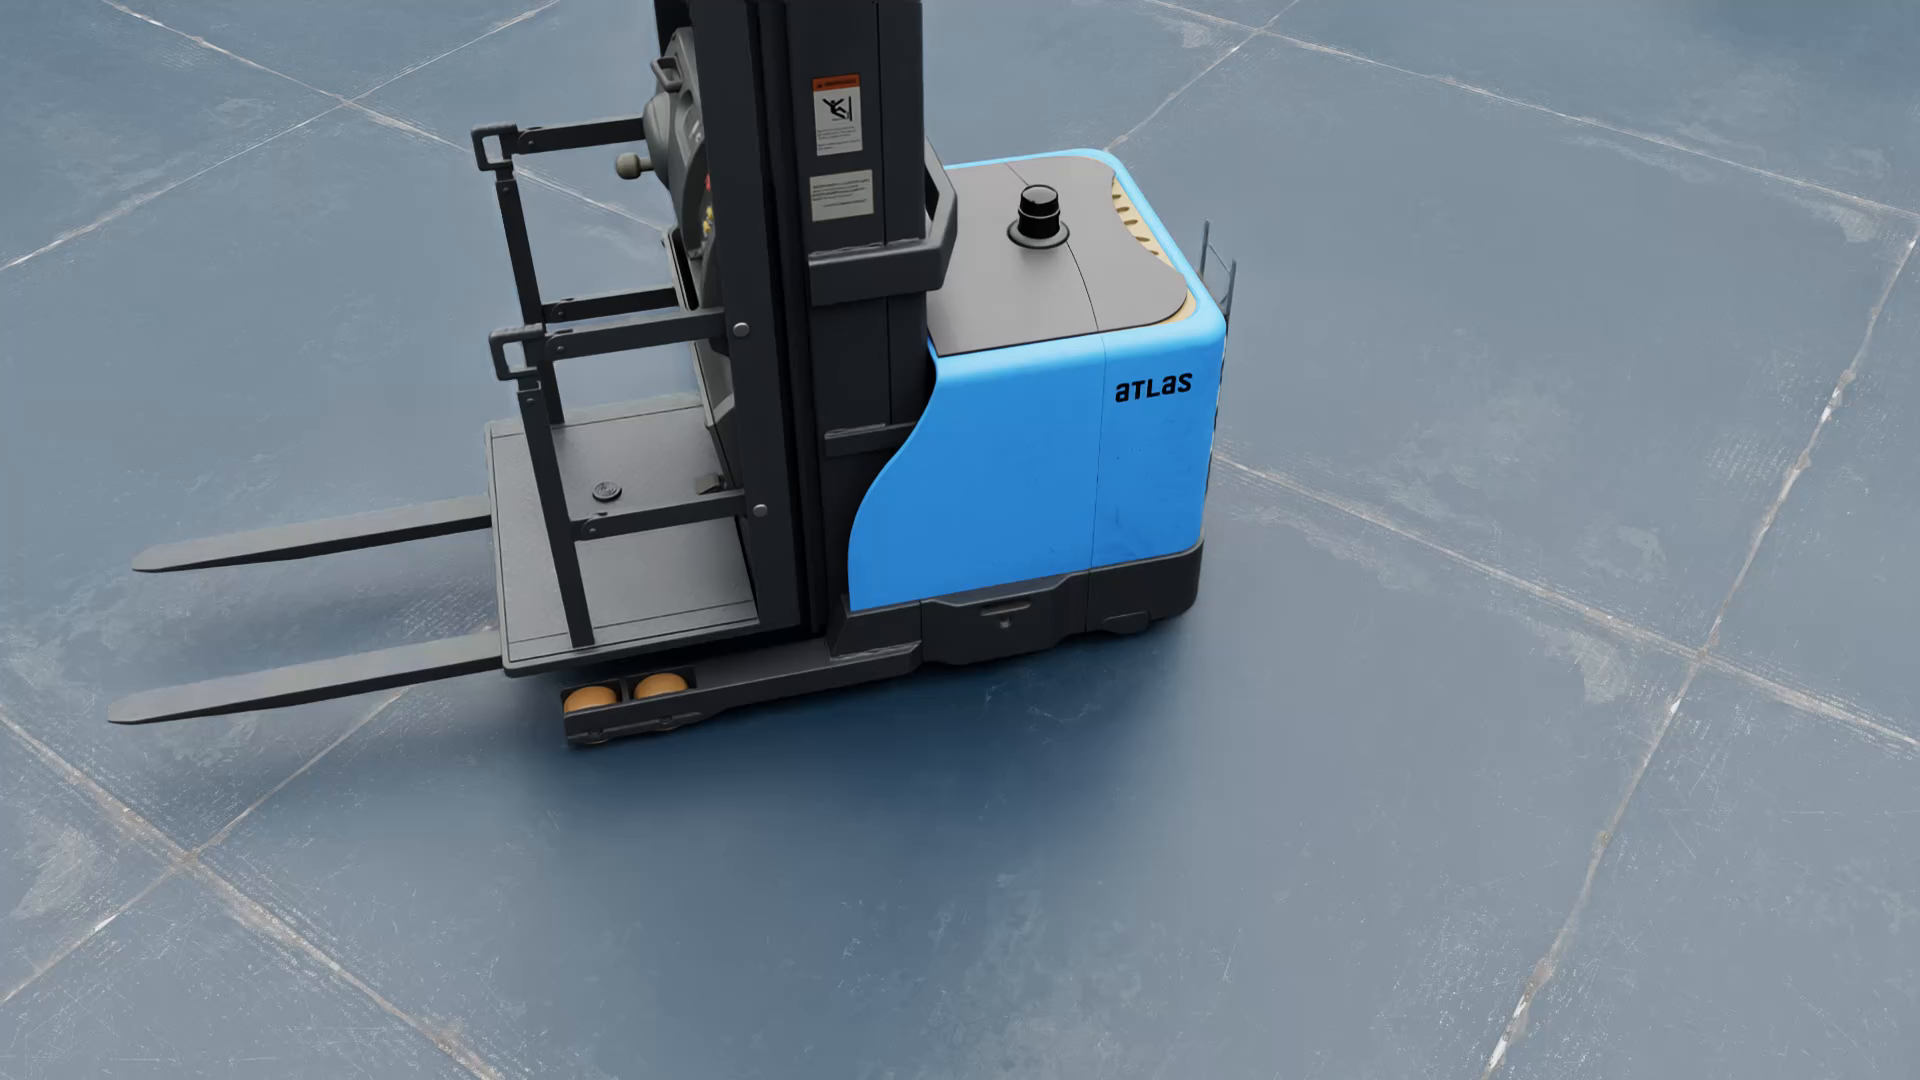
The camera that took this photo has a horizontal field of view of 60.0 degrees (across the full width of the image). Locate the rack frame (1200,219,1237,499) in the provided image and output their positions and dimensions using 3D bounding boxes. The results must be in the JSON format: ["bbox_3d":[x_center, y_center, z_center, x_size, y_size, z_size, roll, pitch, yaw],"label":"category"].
[{"bbox_3d":[0.767,-0.547,5.187,0.006,0.900,0.240,-10,43,-11],"label":"rack frame"}]

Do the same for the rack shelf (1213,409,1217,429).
[{"bbox_3d":[0.668,-0.438,5.250,0.200,0.077,0.258,-10,43,-11],"label":"rack shelf"}]

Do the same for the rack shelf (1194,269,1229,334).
[{"bbox_3d":[0.668,-0.706,5.010,0.200,0.077,0.258,-10,43,-11],"label":"rack shelf"}]

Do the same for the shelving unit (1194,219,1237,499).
[{"bbox_3d":[0.668,-0.530,5.167,0.210,0.900,0.258,-10,43,-11],"label":"shelving unit"}]

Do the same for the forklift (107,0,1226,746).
[{"bbox_3d":[-0.867,-0.917,4.077,3.031,2.935,1.130,-10,43,-11],"label":"forklift"}]

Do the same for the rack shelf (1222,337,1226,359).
[{"bbox_3d":[0.668,-0.639,5.070,0.200,0.077,0.258,-10,43,-11],"label":"rack shelf"}]

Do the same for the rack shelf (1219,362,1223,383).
[{"bbox_3d":[0.668,-0.572,5.130,0.200,0.077,0.258,-10,43,-11],"label":"rack shelf"}]

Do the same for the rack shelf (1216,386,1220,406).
[{"bbox_3d":[0.668,-0.505,5.190,0.200,0.077,0.258,-10,43,-11],"label":"rack shelf"}]

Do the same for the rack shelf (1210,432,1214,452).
[{"bbox_3d":[0.668,-0.371,5.310,0.200,0.077,0.258,-10,43,-11],"label":"rack shelf"}]
